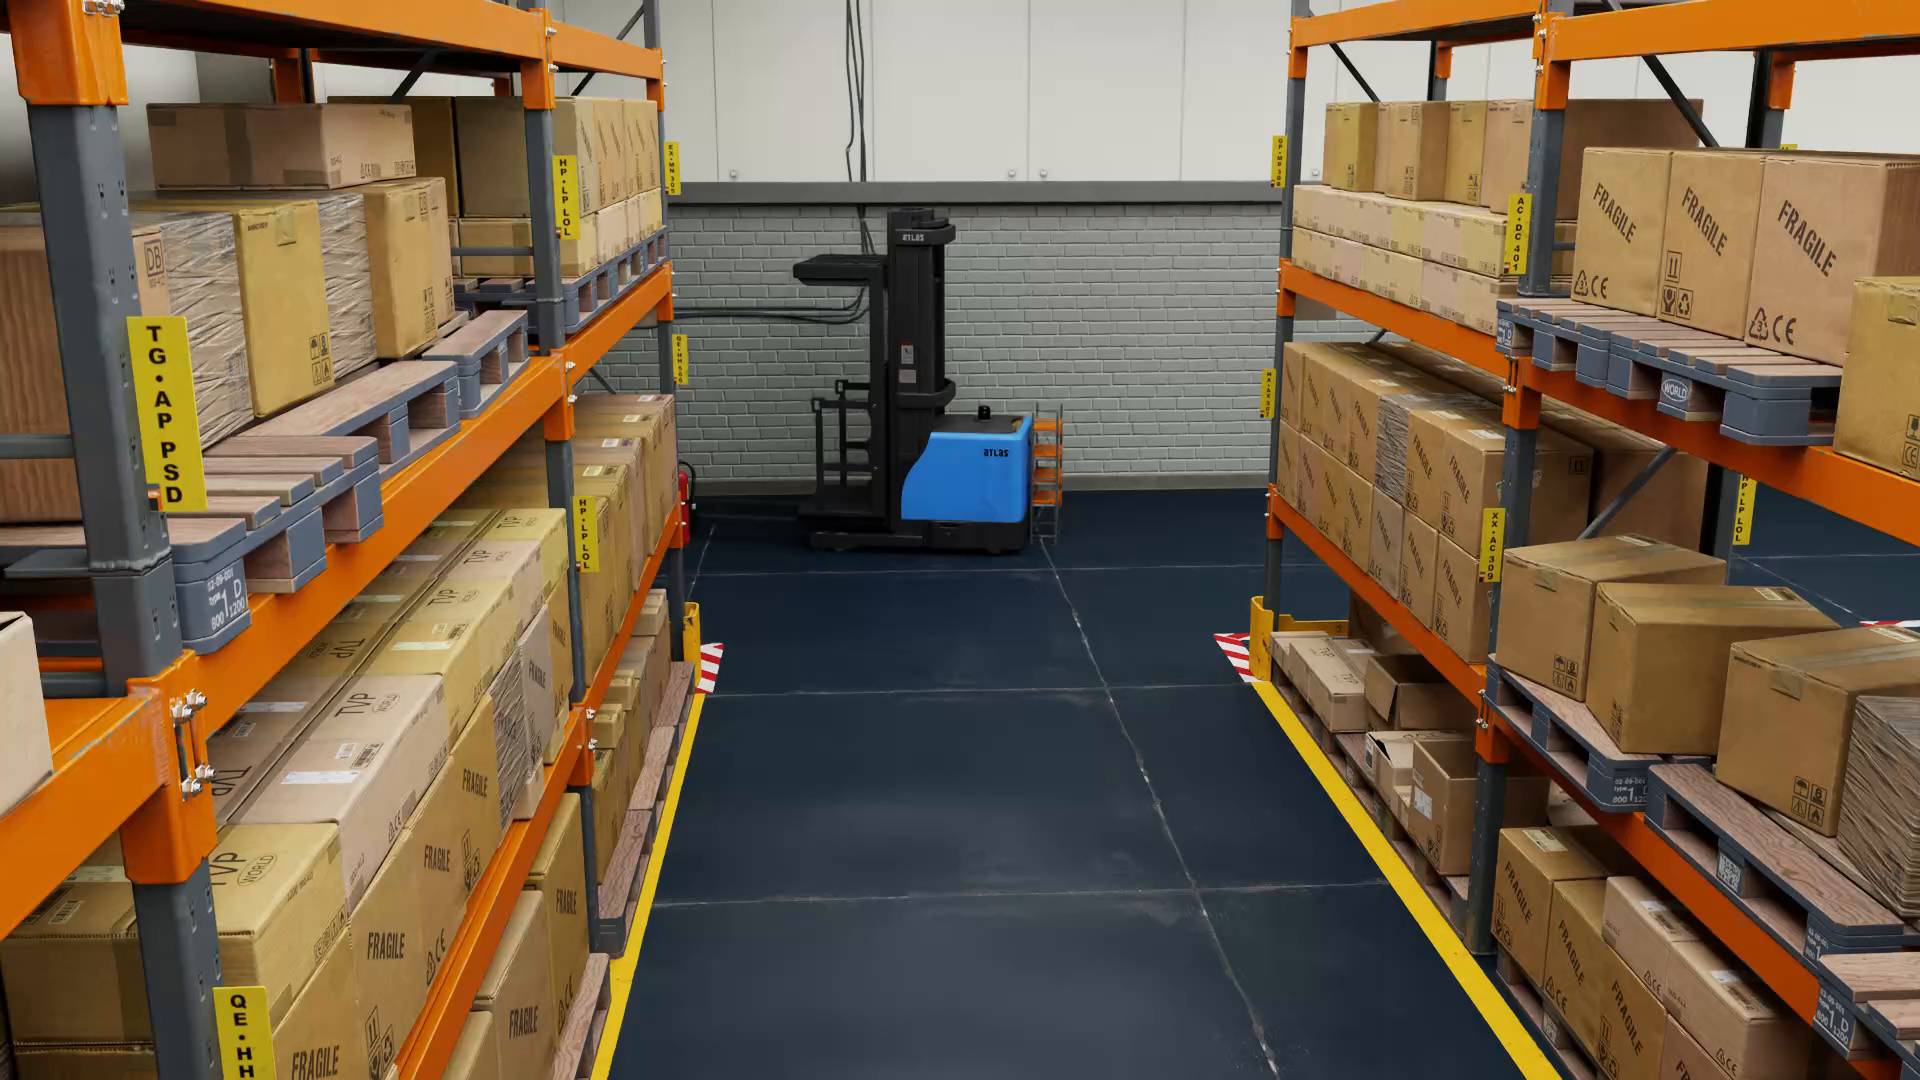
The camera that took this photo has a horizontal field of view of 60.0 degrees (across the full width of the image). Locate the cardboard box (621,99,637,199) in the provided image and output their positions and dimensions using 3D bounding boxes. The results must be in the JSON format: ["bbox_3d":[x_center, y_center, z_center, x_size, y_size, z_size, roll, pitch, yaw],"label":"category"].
[{"bbox_3d":[-1.973,-2.048,8.698,0.500,0.500,0.500,-2,15,-6],"label":"cardboard box"}]

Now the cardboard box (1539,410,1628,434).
[{"bbox_3d":[3.059,-0.350,8.159,0.500,0.500,0.500,-1,14,-5],"label":"cardboard box"}]

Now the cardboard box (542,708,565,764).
[{"bbox_3d":[-1.761,0.764,6.501,0.380,0.149,0.250,-1,14,-2],"label":"cardboard box"}]

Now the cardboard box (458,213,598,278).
[{"bbox_3d":[-1.883,-1.298,7.289,0.500,0.250,0.500,-1,14,-4],"label":"cardboard box"}]

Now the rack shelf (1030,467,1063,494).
[{"bbox_3d":[0.777,-0.531,14.952,0.258,0.148,0.480,2,15,7],"label":"rack shelf"}]

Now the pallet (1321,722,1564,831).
[{"bbox_3d":[2.720,1.308,9.519,1.003,0.211,1.213,-1,14,-3],"label":"pallet"}]

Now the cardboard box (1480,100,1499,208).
[{"bbox_3d":[2.883,-1.800,7.774,0.700,0.500,0.500,-1,14,-3],"label":"cardboard box"}]

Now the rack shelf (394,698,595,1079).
[{"bbox_3d":[-1.980,1.356,5.181,1.077,0.370,4.000,-1,14,-3],"label":"rack shelf"}]

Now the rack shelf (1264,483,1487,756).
[{"bbox_3d":[2.716,0.284,9.348,1.077,0.370,4.000,-1,14,-3],"label":"rack shelf"}]

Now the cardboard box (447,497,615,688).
[{"bbox_3d":[-2.121,0.230,7.513,0.980,0.700,0.700,-1,14,-3],"label":"cardboard box"}]

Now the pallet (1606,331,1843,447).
[{"bbox_3d":[2.878,-0.508,5.338,1.213,0.211,1.003,-1,14,-3],"label":"pallet"}]

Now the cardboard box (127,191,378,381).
[{"bbox_3d":[-2.093,-0.721,4.704,0.700,0.500,0.500,-1,14,-3],"label":"cardboard box"}]

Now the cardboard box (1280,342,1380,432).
[{"bbox_3d":[2.357,-0.980,10.610,0.500,0.500,0.500,0,14,-2],"label":"cardboard box"}]

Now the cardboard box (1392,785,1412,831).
[{"bbox_3d":[2.439,1.370,8.518,0.380,0.149,0.250,-1,14,-3],"label":"cardboard box"}]

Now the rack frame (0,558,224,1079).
[{"bbox_3d":[-1.856,1.505,3.158,1.000,3.000,0.127,-1,14,-3],"label":"rack frame"}]

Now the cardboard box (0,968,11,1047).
[{"bbox_3d":[-2.143,0.831,3.436,0.500,0.250,0.500,0,14,-2],"label":"cardboard box"}]

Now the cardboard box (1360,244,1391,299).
[{"bbox_3d":[2.459,-1.437,8.875,0.500,0.250,0.500,-1,14,-3],"label":"cardboard box"}]

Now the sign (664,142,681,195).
[{"bbox_3d":[-1.809,-2.333,10.436,0.100,0.325,0.005,-1,14,-3],"label":"sign"}]

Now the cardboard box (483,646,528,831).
[{"bbox_3d":[-1.759,0.670,5.563,0.500,0.500,0.500,-1,14,-3],"label":"cardboard box"}]

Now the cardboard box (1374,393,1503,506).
[{"bbox_3d":[2.485,-0.475,8.644,0.500,0.500,0.500,-1,14,-3],"label":"cardboard box"}]

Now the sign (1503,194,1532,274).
[{"bbox_3d":[2.299,-1.260,6.847,0.100,0.325,0.005,-1,14,-3],"label":"sign"}]

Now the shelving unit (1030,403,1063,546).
[{"bbox_3d":[0.777,-0.596,14.935,0.258,1.200,0.503,2,15,7],"label":"shelving unit"}]

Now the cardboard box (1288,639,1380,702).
[{"bbox_3d":[2.374,0.820,10.454,0.500,0.250,0.500,-1,14,-3],"label":"cardboard box"}]

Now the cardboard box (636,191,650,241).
[{"bbox_3d":[-2.008,-1.809,9.276,0.500,0.250,0.500,-1,14,-6],"label":"cardboard box"}]

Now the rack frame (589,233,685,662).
[{"bbox_3d":[-2.351,-0.485,10.891,1.000,3.000,0.127,-1,14,-3],"label":"rack frame"}]

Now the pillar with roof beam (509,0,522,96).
[{"bbox_3d":[0.915,-4.115,12.960,9.100,9.000,0.400,-1,14,-3],"label":"pillar with roof beam"}]

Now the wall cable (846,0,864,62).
[{"bbox_3d":[0.355,-5.786,15.552,3.097,2.526,0.112,-1,14,-3],"label":"wall cable"}]

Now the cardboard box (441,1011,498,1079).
[{"bbox_3d":[-1.818,1.940,4.940,0.750,0.750,0.750,-1,14,-4],"label":"cardboard box"}]

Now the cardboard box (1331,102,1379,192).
[{"bbox_3d":[2.587,-2.294,9.697,0.700,0.500,0.500,-1,14,-3],"label":"cardboard box"}]

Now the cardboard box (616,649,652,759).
[{"bbox_3d":[-2.145,0.944,9.510,0.700,0.500,0.500,-1,14,-5],"label":"cardboard box"}]

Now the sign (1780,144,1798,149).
[{"bbox_3d":[3.394,-1.471,6.875,0.100,0.325,0.005,-1,14,-3],"label":"sign"}]

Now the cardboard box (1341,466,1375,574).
[{"bbox_3d":[2.452,-0.119,9.268,0.500,0.500,0.500,-1,14,-3],"label":"cardboard box"}]

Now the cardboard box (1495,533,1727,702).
[{"bbox_3d":[2.646,0.302,6.789,0.700,0.500,0.500,-6,16,-22],"label":"cardboard box"}]

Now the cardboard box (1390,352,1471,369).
[{"bbox_3d":[2.927,-0.863,10.153,0.500,0.500,0.500,0,14,-2],"label":"cardboard box"}]

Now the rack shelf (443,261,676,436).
[{"bbox_3d":[-2.228,-1.092,8.674,1.077,0.370,4.000,-1,14,-3],"label":"rack shelf"}]

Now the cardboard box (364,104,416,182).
[{"bbox_3d":[-2.180,-1.347,5.632,0.500,0.250,0.500,0,14,1],"label":"cardboard box"}]

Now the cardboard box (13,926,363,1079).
[{"bbox_3d":[-1.631,1.178,3.591,0.500,0.500,0.500,0,14,-2],"label":"cardboard box"}]

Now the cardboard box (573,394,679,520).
[{"bbox_3d":[-2.310,-0.503,10.361,0.980,0.700,0.700,0,14,-1],"label":"cardboard box"}]

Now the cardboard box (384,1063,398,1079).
[{"bbox_3d":[-1.584,1.401,4.025,0.380,0.149,0.250,0,14,-2],"label":"cardboard box"}]

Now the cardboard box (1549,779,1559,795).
[{"bbox_3d":[2.967,1.269,8.878,0.380,0.166,0.250,-1,14,-3],"label":"cardboard box"}]

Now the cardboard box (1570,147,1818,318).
[{"bbox_3d":[2.798,-1.194,6.383,0.600,0.600,0.600,-2,15,-9],"label":"cardboard box"}]

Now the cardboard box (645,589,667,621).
[{"bbox_3d":[-2.018,0.410,10.286,0.380,0.149,0.250,-1,14,-4],"label":"cardboard box"}]

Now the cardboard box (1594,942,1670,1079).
[{"bbox_3d":[2.695,1.811,6.102,0.500,0.500,0.500,-1,14,-3],"label":"cardboard box"}]

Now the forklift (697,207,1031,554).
[{"bbox_3d":[-0.892,-1.445,14.760,3.031,2.935,1.130,2,15,8],"label":"forklift"}]

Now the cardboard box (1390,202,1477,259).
[{"bbox_3d":[2.483,-1.555,8.329,0.500,0.250,0.500,-1,14,-3],"label":"cardboard box"}]

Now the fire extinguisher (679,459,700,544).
[{"bbox_3d":[-1.900,-0.311,11.121,0.296,0.674,0.183,-1,14,-3],"label":"fire extinguisher"}]

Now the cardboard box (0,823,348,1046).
[{"bbox_3d":[-1.628,0.815,3.495,0.500,0.250,0.500,-1,14,-2],"label":"cardboard box"}]

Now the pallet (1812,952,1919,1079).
[{"bbox_3d":[2.976,1.353,4.134,1.213,0.211,1.003,-1,14,-3],"label":"pallet"}]

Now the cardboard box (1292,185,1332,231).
[{"bbox_3d":[2.364,-2.053,10.262,0.500,0.250,0.500,-1,14,-3],"label":"cardboard box"}]

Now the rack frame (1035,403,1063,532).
[{"bbox_3d":[0.808,-0.656,15.170,0.240,1.200,0.015,2,15,7],"label":"rack frame"}]

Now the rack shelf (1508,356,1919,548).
[{"bbox_3d":[2.964,-0.174,5.108,1.077,0.370,4.000,-1,14,-3],"label":"rack shelf"}]

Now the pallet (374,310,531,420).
[{"bbox_3d":[-1.998,-0.623,5.791,0.805,0.209,1.217,-1,15,-6],"label":"pallet"}]
